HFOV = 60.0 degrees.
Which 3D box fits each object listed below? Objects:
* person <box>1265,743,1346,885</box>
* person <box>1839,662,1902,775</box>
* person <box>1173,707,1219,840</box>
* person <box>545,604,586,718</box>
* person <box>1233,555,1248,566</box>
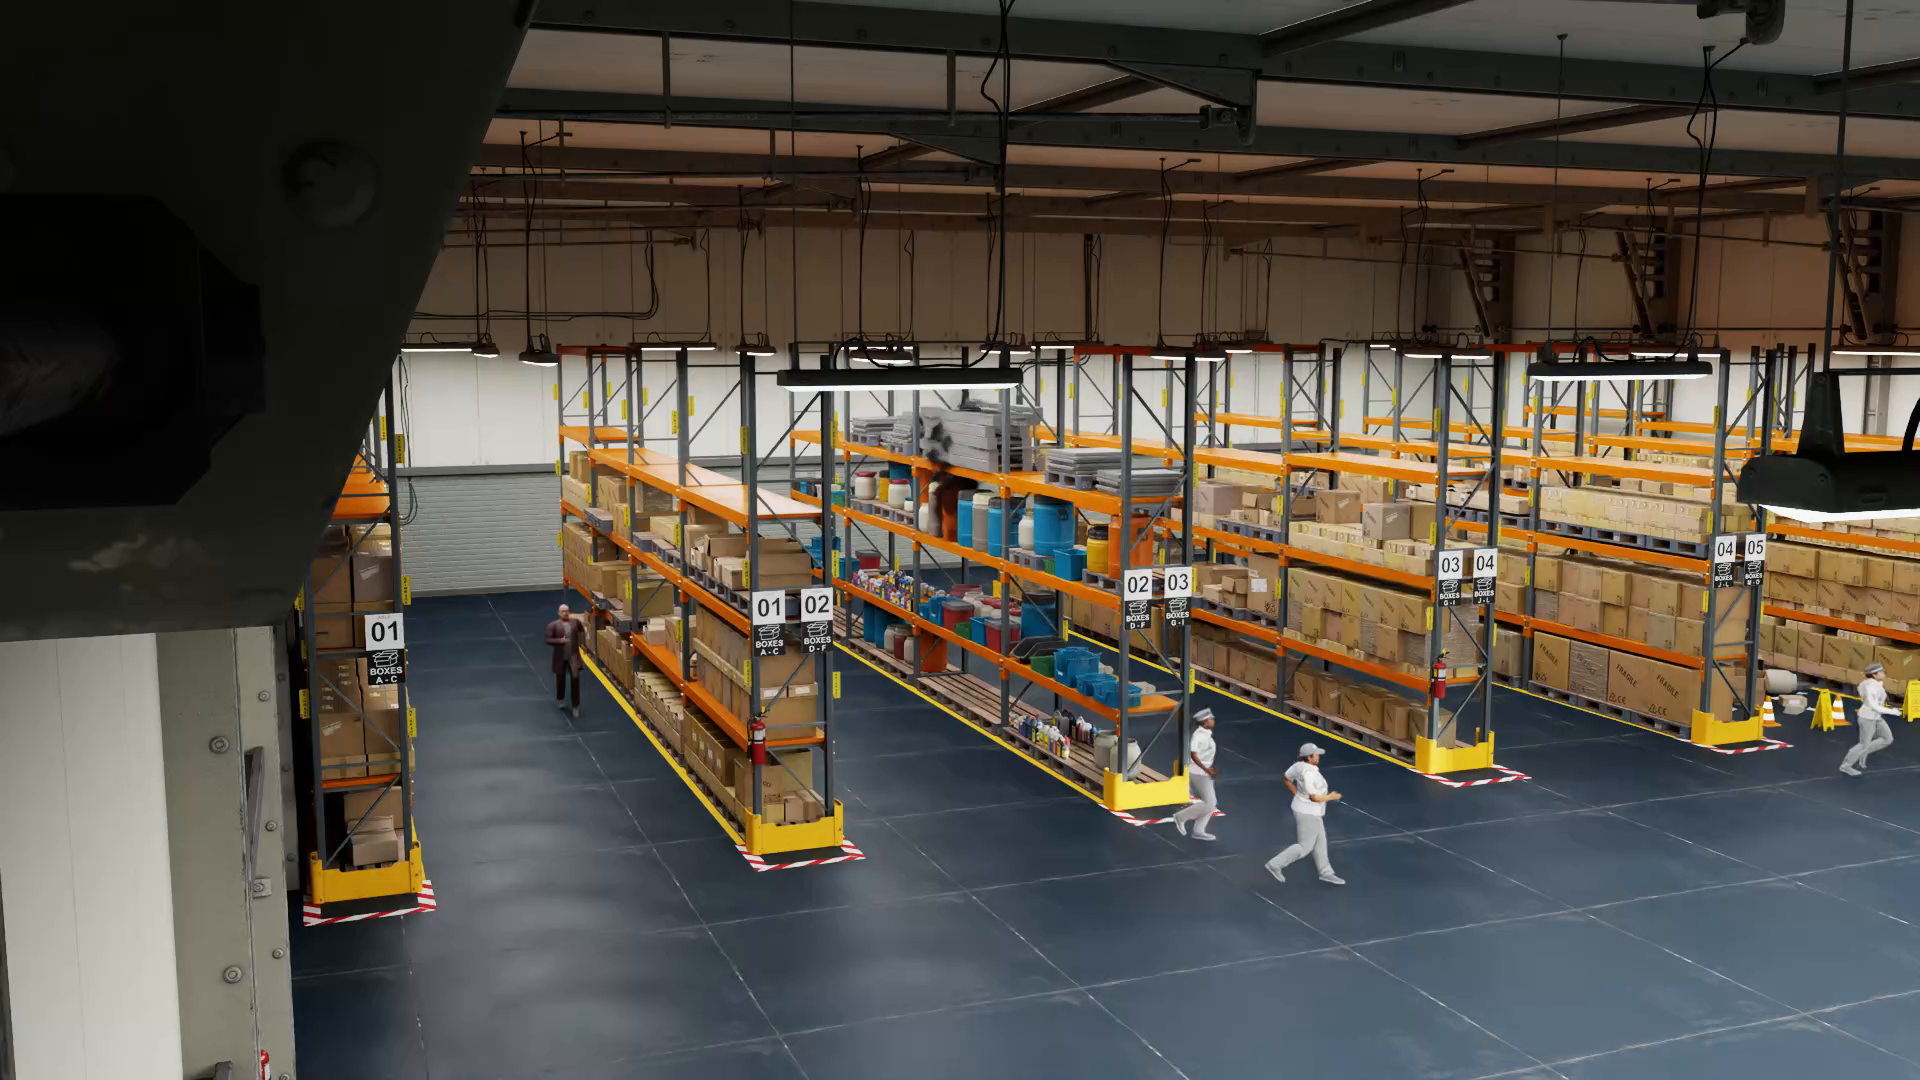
[{"bbox_3d":[3.928,3.108,18.822,0.943,1.662,0.606,0,7,0],"label":"person"},{"bbox_3d":[12.925,2.519,23.551,0.729,1.651,0.634,5,9,36],"label":"person"},{"bbox_3d":[2.948,2.895,20.745,0.528,1.636,0.604,2,7,13],"label":"person"},{"bbox_3d":[-6.494,1.970,27.416,0.674,1.846,0.865,-3,8,-20],"label":"person"},{"bbox_3d":[7.274,0.109,42.210,0.847,1.857,0.665,-2,8,-19],"label":"person"}]
